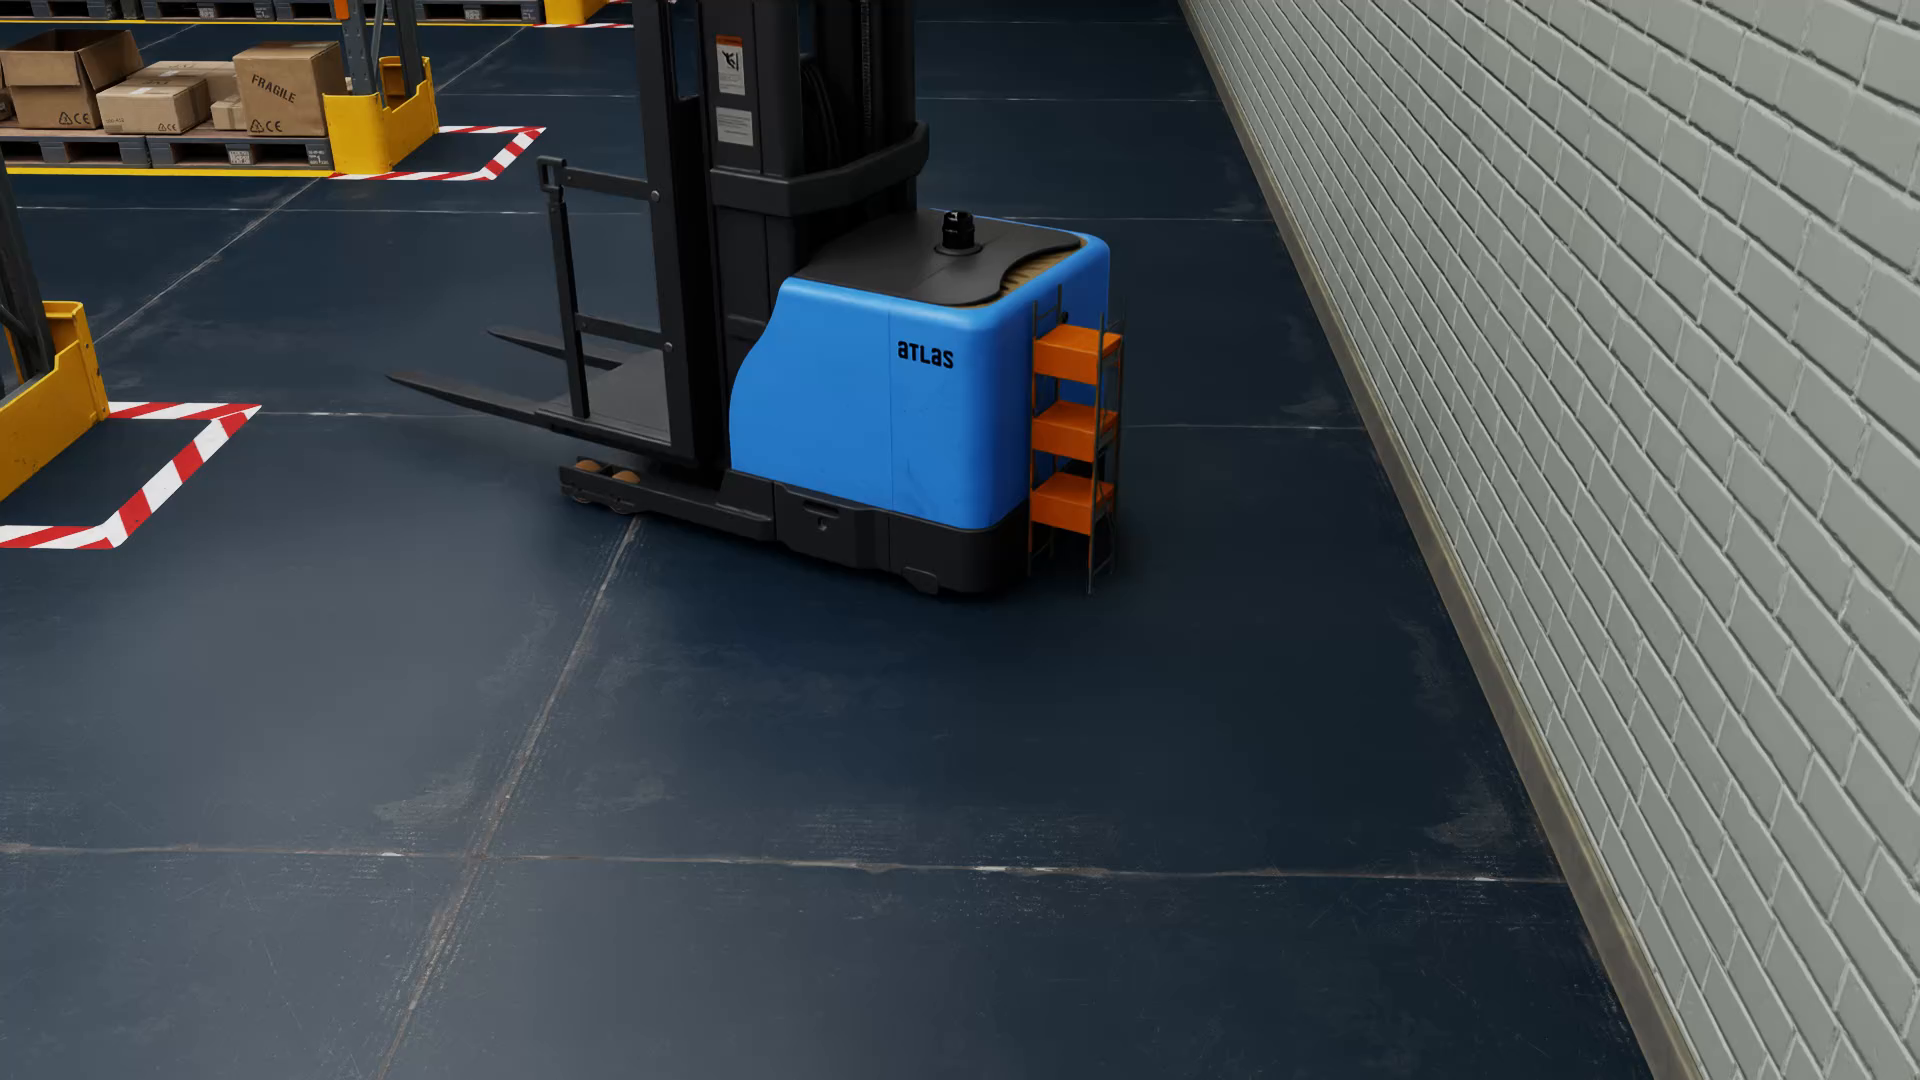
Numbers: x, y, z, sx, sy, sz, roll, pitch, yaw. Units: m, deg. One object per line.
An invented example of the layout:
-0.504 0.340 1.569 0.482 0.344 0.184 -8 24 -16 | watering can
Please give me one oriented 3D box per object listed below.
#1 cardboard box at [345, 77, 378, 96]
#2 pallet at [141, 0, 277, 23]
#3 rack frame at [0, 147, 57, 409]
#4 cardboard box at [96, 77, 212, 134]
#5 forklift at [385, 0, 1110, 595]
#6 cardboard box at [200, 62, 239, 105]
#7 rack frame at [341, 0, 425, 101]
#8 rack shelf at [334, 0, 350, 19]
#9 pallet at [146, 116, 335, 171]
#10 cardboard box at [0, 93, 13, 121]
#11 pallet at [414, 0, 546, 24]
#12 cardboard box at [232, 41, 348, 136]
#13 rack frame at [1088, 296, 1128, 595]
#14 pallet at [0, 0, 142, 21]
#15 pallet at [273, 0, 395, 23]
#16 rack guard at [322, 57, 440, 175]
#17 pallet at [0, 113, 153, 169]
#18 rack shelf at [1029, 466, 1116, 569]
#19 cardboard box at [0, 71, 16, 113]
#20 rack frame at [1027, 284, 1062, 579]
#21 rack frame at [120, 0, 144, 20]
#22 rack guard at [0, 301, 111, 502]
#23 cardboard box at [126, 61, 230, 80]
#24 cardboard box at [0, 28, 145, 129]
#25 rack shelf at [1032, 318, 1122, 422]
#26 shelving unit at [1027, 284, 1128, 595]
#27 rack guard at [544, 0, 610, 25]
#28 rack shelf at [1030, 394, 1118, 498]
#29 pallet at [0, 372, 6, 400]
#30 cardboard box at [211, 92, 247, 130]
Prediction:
-4.166 -3.045 11.366 0.250 0.149 0.380 1 28 2 | cardboard box
-6.829 -5.046 15.544 1.213 0.211 1.003 1 28 2 | pallet
-3.939 -1.624 6.111 0.127 3.000 1.000 1 28 2 | rack frame
-5.260 -2.846 10.881 0.500 0.250 0.500 1 28 2 | cardboard box
-0.977 -1.592 6.124 3.031 2.935 1.130 15 31 26 | forklift
-4.793 -3.072 11.309 0.500 0.250 0.500 1 28 2 | cardboard box
-3.760 -3.943 10.485 0.127 3.000 1.000 1 28 2 | rack frame
-5.759 -3.658 10.716 4.000 0.370 1.077 1 28 2 | rack shelf
-4.633 -2.724 11.164 1.213 0.211 1.003 1 28 2 | pallet
-6.481 -2.833 10.948 0.250 0.166 0.380 1 28 2 | cardboard box
-4.391 -5.006 15.468 1.213 0.211 1.003 1 28 2 | pallet
-4.312 -2.926 10.767 0.500 0.500 0.500 1 28 2 | cardboard box
0.507 -0.309 5.712 0.008 1.050 0.200 15 31 26 | rack frame
-8.360 -5.073 15.594 1.213 0.211 1.003 1 28 2 | pallet
-5.607 -5.027 15.508 1.213 0.211 1.003 1 28 2 | pallet
-3.836 -2.839 11.073 0.348 0.500 1.175 1 28 2 | rack guard
-5.849 -2.746 11.205 1.213 0.211 1.003 1 28 2 | pallet
0.401 -0.082 5.900 0.240 0.259 0.215 15 31 26 | rack shelf
-6.429 -3.126 11.346 0.500 0.311 0.500 1 28 2 | cardboard box
0.294 -0.365 5.818 0.008 1.050 0.200 15 31 26 | rack frame
-7.586 -6.327 14.984 0.127 3.000 1.000 1 28 2 | rack frame
-3.914 -0.525 6.707 0.348 0.500 1.175 1 28 2 | rack guard
-5.293 -3.080 11.324 0.500 0.250 0.500 1 28 2 | cardboard box
-5.880 -3.072 11.037 0.637 0.503 0.797 1 28 2 | cardboard box
0.401 -0.579 5.637 0.240 0.259 0.215 15 31 26 | rack shelf
0.401 -0.337 5.765 0.252 1.050 0.215 15 31 26 | shelving unit
-3.565 -5.157 15.444 0.348 0.500 1.175 1 28 2 | rack guard
0.401 -0.328 5.770 0.240 0.259 0.215 15 31 26 | rack shelf
-4.761 -0.424 6.824 1.213 0.211 1.003 1 28 2 | pallet
-4.714 -2.828 10.937 0.250 0.166 0.380 1 28 2 | cardboard box
